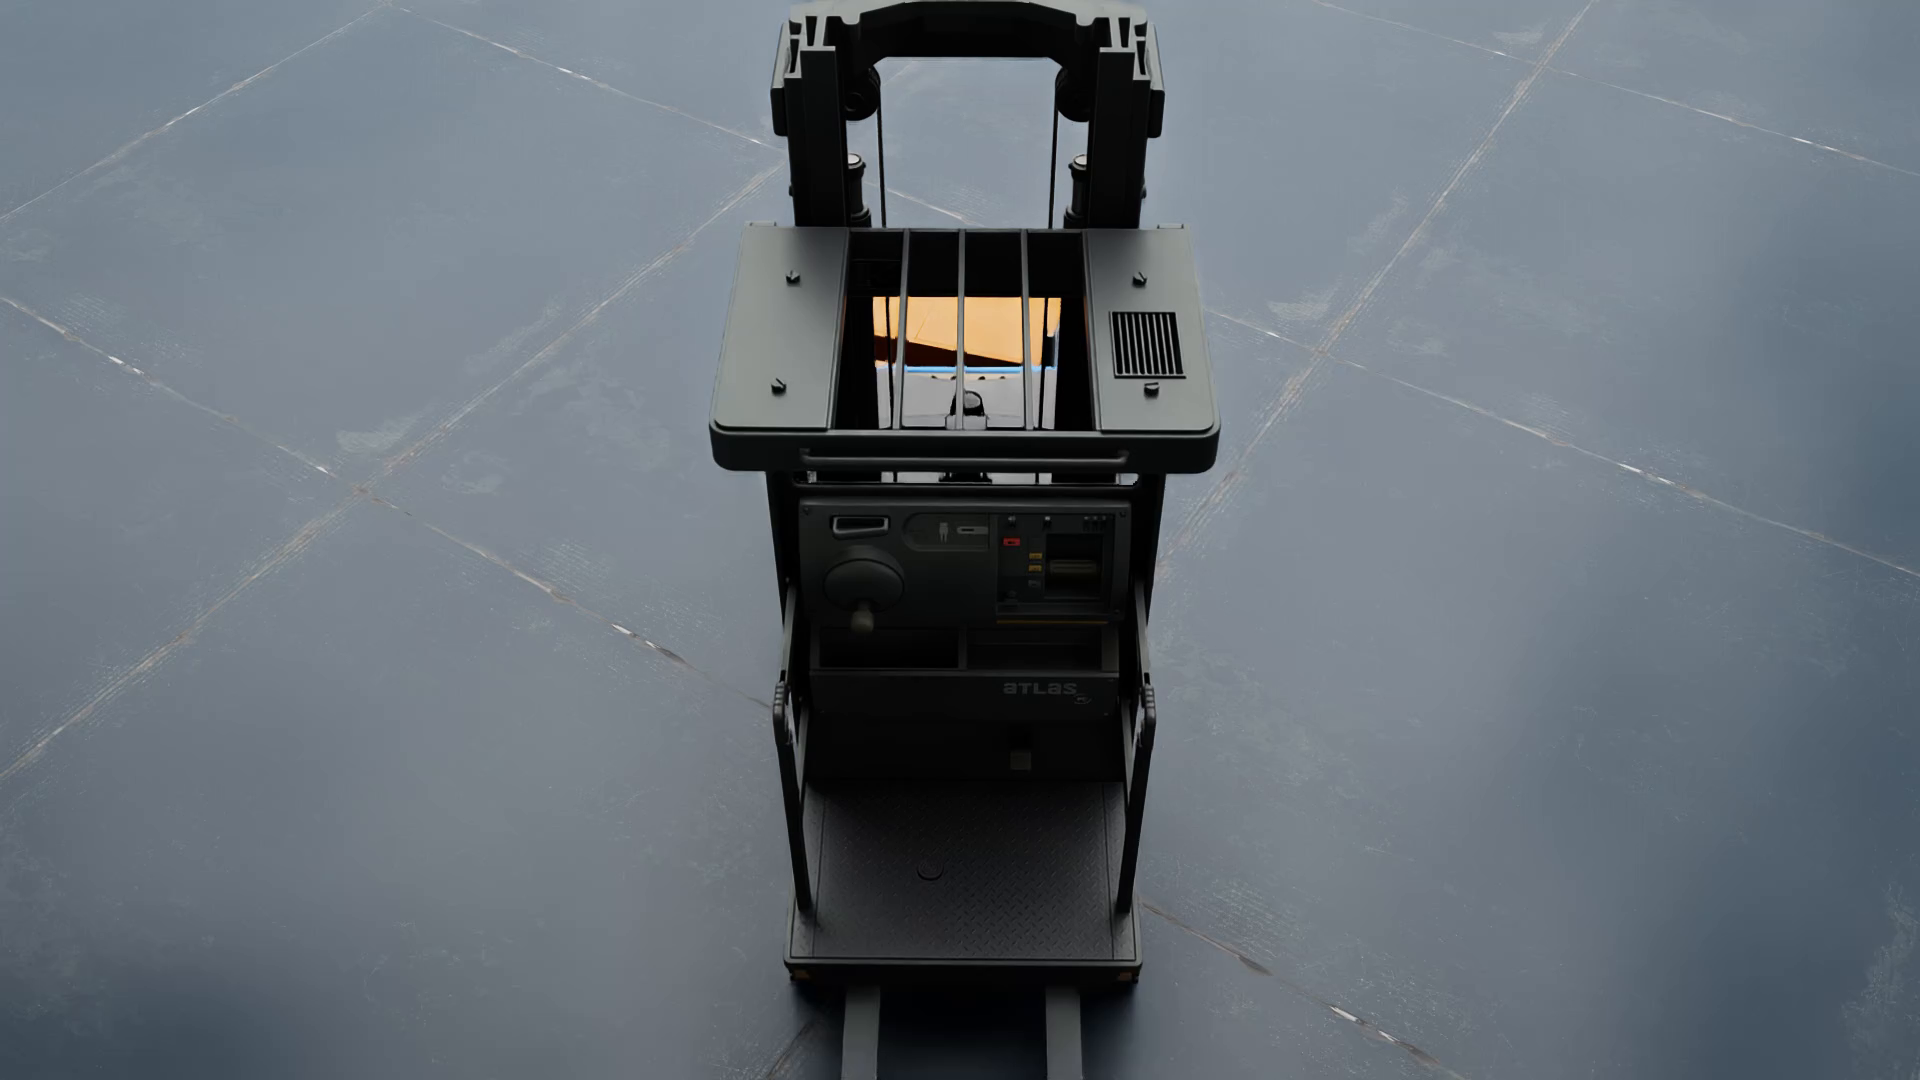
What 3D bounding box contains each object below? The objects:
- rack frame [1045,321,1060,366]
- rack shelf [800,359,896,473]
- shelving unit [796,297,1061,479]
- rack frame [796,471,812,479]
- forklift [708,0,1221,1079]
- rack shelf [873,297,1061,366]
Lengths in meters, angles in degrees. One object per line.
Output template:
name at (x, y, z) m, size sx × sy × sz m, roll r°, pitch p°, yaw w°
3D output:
rack frame at (0.389, -0.504, 6.455) m, size 0.032 × 1.125 × 0.500 m, roll 13°, pitch 47°, yaw 12°
rack shelf at (-0.097, -0.441, 6.735) m, size 1.000 × 0.278 × 0.538 m, roll 12°, pitch 47°, yaw 12°
shelving unit at (-0.097, -0.612, 6.560) m, size 1.048 × 1.125 × 0.538 m, roll 13°, pitch 47°, yaw 12°
rack frame at (-0.583, -0.719, 6.665) m, size 0.032 × 1.125 × 0.500 m, roll 13°, pitch 47°, yaw 12°
forklift at (0.013, 0.166, 4.545) m, size 1.130 × 2.935 × 3.031 m, roll 0°, pitch 46°, yaw 0°
rack shelf at (-0.097, -0.816, 6.350) m, size 1.000 × 0.278 × 0.538 m, roll 12°, pitch 47°, yaw 12°
